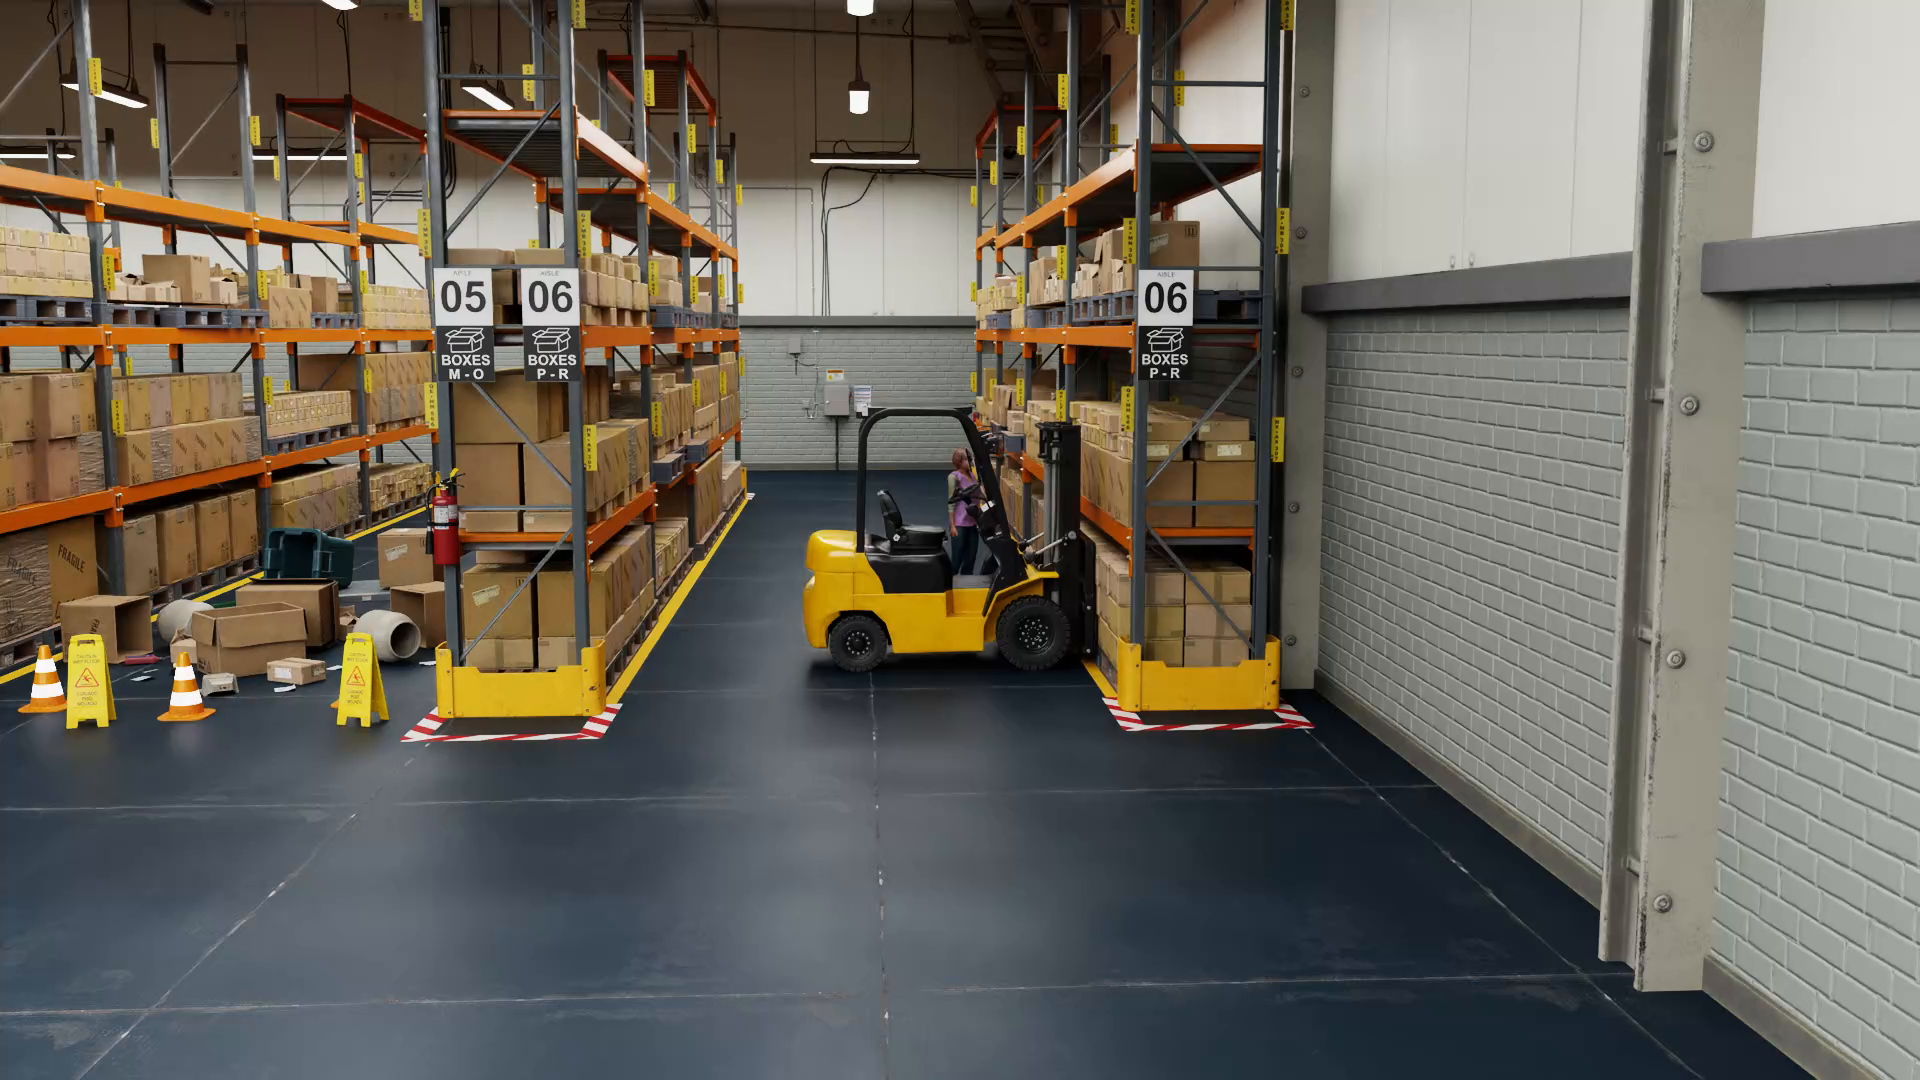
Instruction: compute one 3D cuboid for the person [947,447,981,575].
[{"bbox_3d":[0.055,-0.120,16.878,0.334,1.639,0.413,6,9,38],"label":"person"}]
